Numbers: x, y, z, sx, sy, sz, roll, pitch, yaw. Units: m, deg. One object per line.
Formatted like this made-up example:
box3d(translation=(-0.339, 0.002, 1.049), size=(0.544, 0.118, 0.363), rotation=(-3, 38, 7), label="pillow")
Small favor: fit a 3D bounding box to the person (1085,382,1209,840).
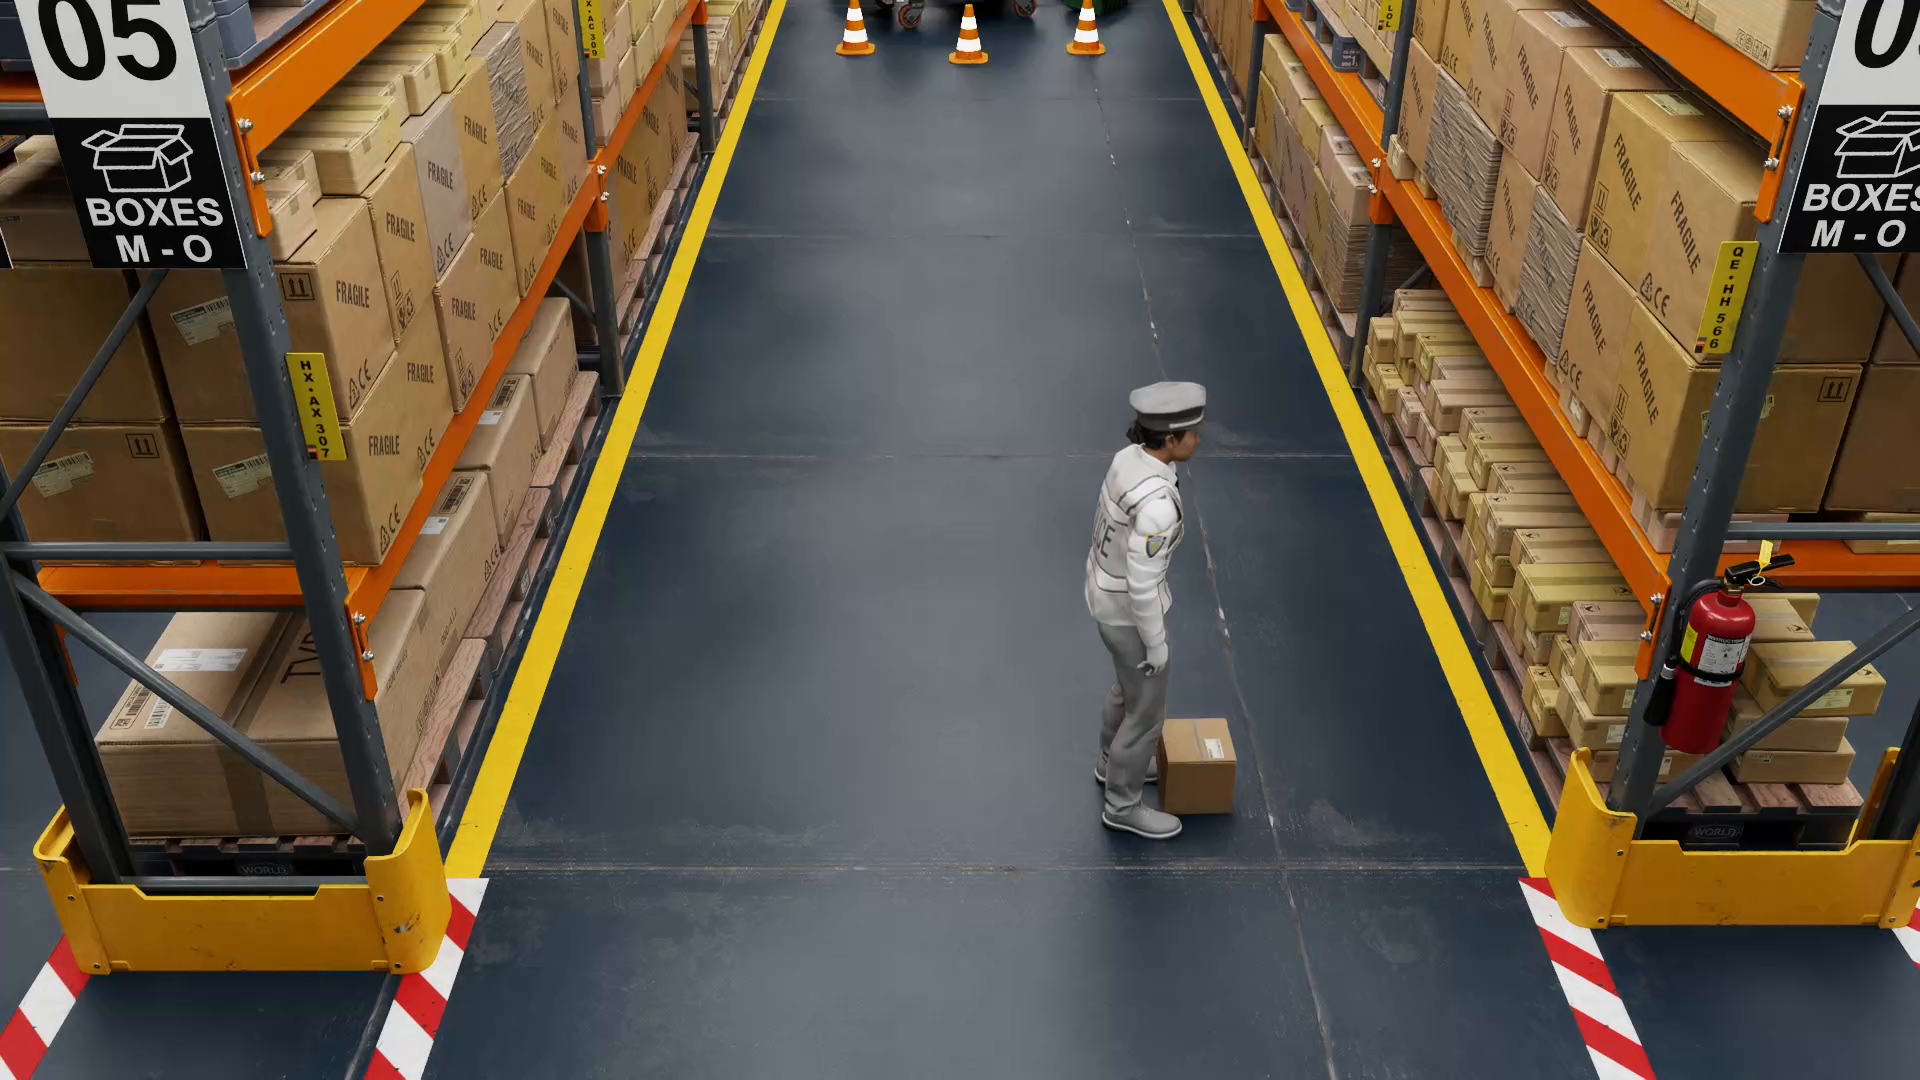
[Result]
box3d(translation=(0.623, 0.237, 5.750), size=(0.375, 1.661, 0.532), rotation=(-2, 32, -3), label="person")
